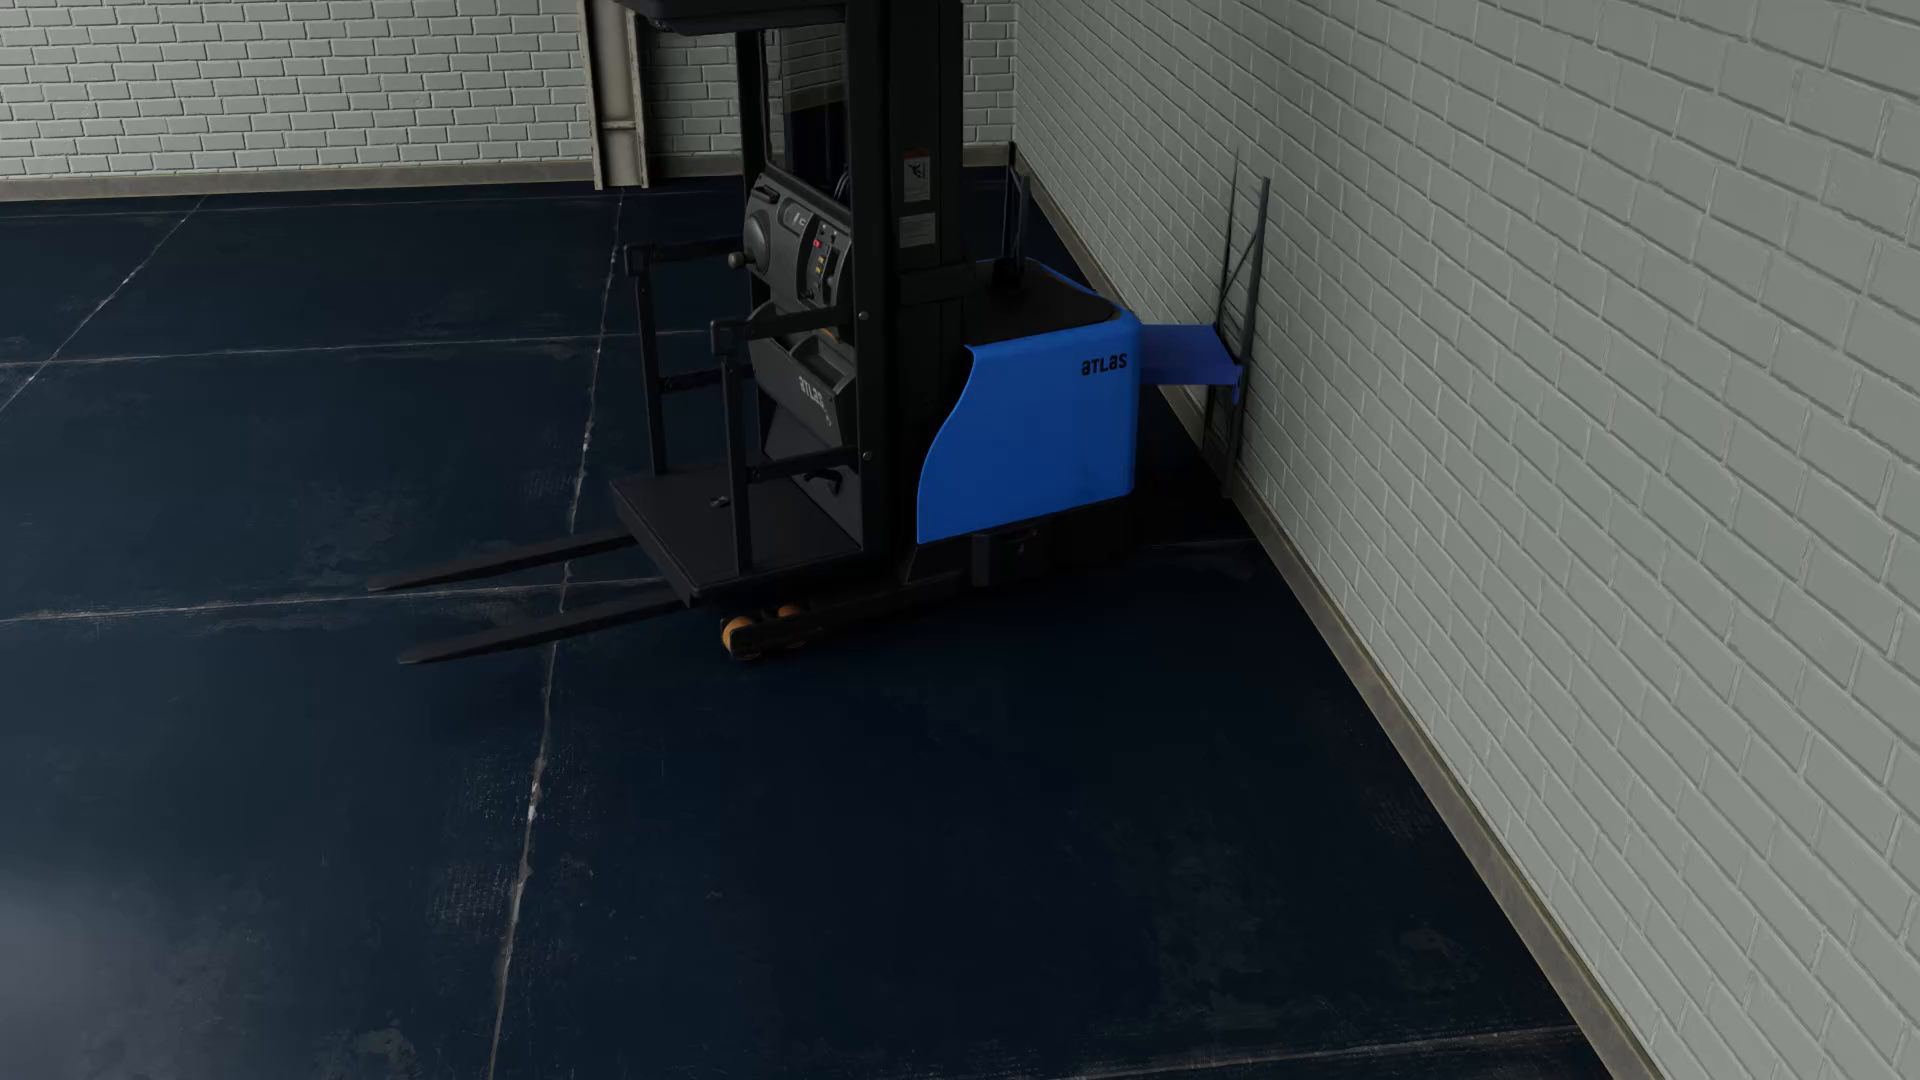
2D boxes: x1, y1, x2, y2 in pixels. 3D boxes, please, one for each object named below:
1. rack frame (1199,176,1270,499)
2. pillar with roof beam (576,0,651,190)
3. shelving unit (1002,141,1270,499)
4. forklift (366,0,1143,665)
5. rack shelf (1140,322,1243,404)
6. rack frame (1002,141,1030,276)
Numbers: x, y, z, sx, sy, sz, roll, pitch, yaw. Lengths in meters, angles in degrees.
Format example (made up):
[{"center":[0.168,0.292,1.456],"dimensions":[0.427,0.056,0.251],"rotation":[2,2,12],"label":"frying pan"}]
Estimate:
[{"center":[1.228,-0.965,7.466],"dimensions":[0.032,1.500,0.500],"rotation":[-1,30,-6],"label":"rack frame"},{"center":[-1.922,-4.730,6.610],"dimensions":[0.400,9.000,9.100],"rotation":[-4,27,-7],"label":"pillar with roof beam"},{"center":[0.723,-0.959,7.413],"dimensions":[1.048,1.500,0.538],"rotation":[-1,30,-6],"label":"shelving unit"},{"center":[-0.801,-1.120,6.221],"dimensions":[3.031,2.935,1.130],"rotation":[-13,30,-24],"label":"forklift"},{"center":[0.715,-0.802,7.501],"dimensions":[1.000,0.185,0.538],"rotation":[-1,30,-6],"label":"rack shelf"},{"center":[0.217,-0.953,7.360],"dimensions":[0.032,1.500,0.500],"rotation":[-1,30,-6],"label":"rack frame"}]
